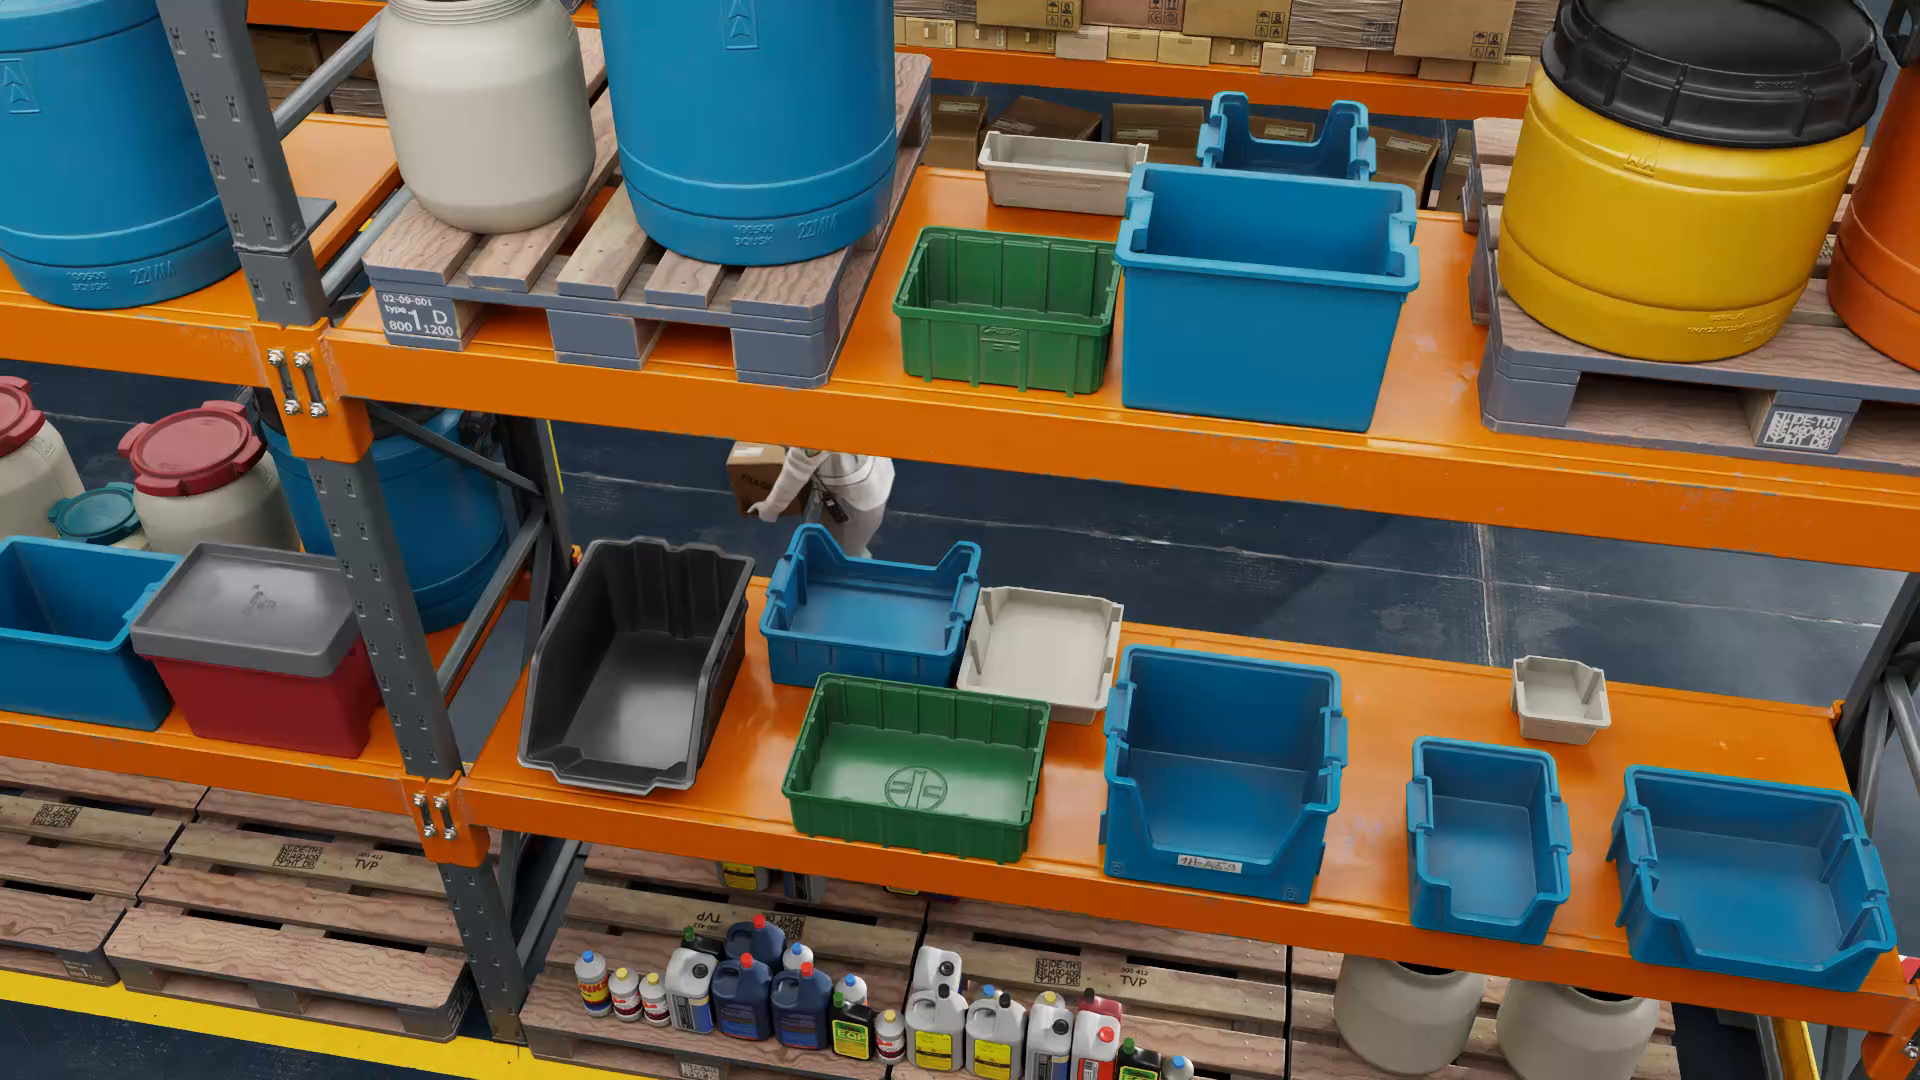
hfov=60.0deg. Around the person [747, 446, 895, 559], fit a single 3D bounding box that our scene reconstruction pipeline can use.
[{"bbox_3d":[-0.522,-0.166,6.348,0.535,1.674,0.416,6,41,7],"label":"person"}]
